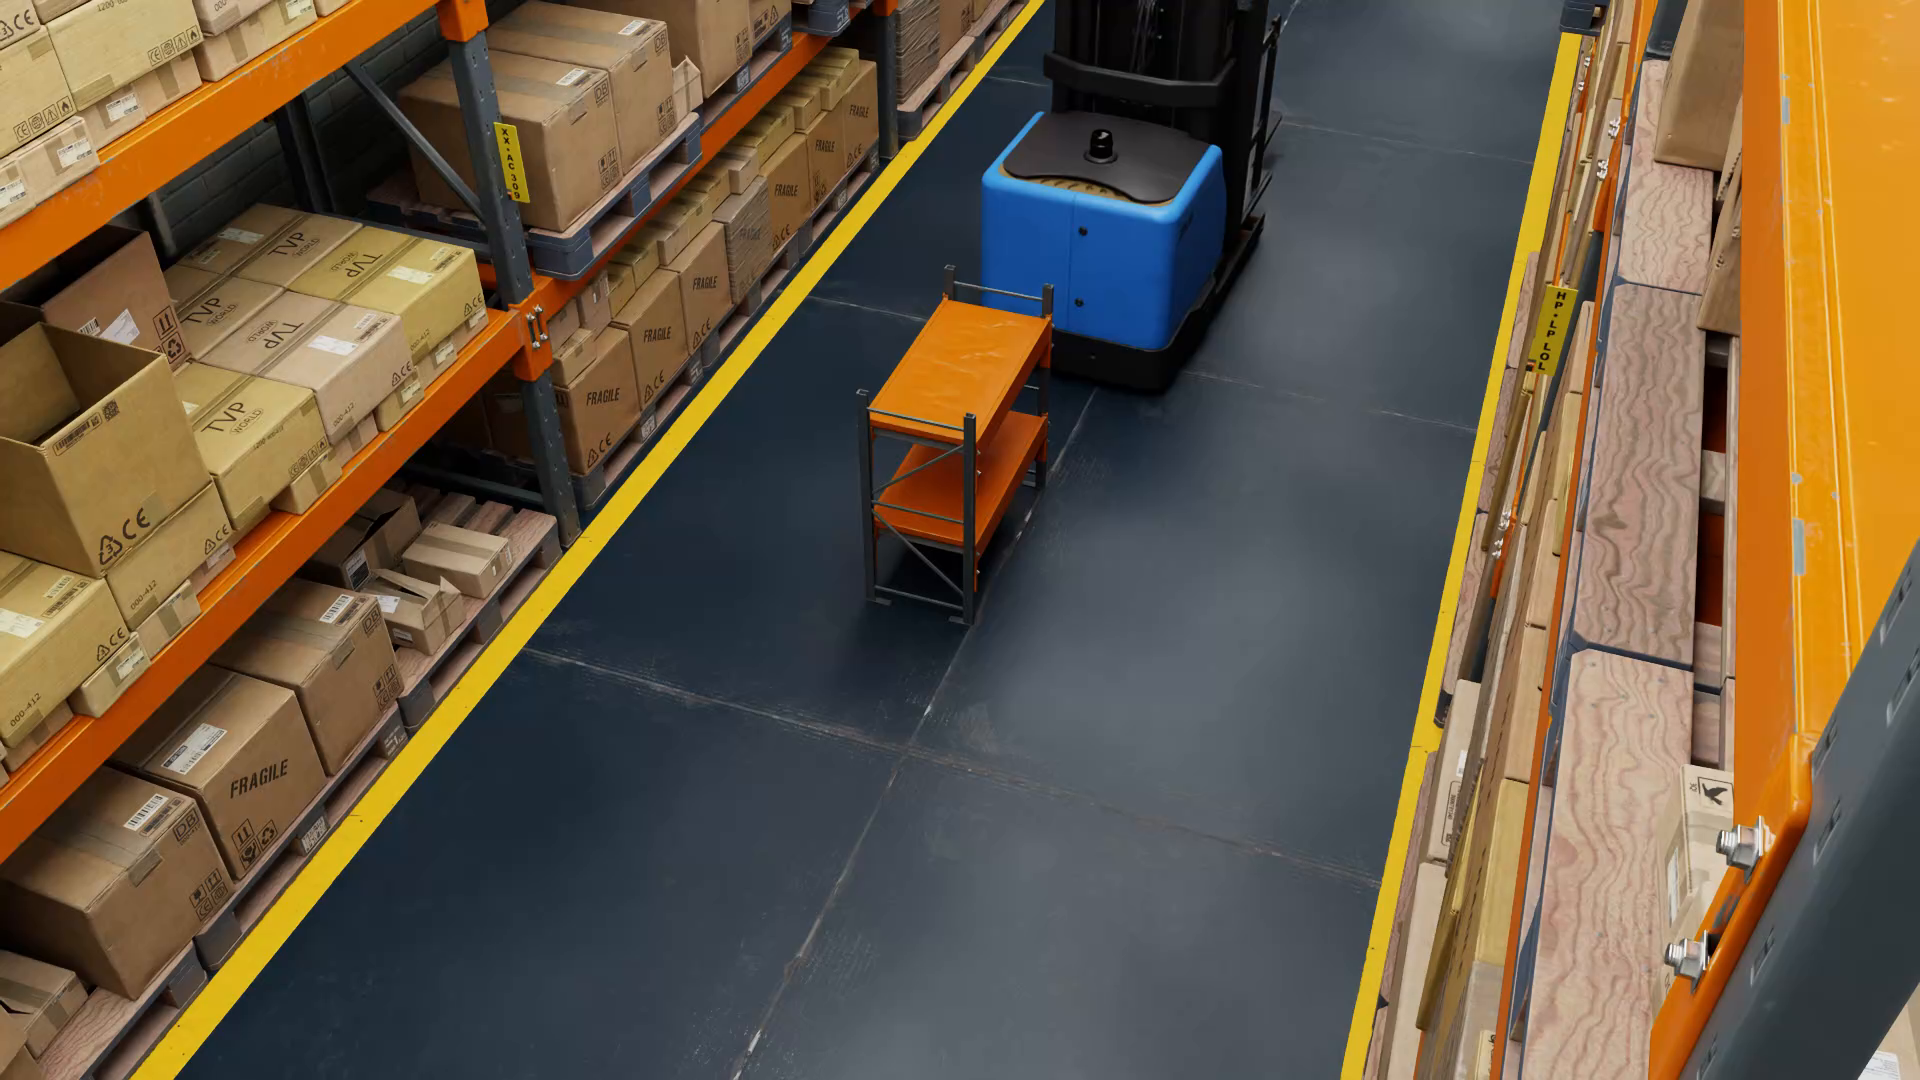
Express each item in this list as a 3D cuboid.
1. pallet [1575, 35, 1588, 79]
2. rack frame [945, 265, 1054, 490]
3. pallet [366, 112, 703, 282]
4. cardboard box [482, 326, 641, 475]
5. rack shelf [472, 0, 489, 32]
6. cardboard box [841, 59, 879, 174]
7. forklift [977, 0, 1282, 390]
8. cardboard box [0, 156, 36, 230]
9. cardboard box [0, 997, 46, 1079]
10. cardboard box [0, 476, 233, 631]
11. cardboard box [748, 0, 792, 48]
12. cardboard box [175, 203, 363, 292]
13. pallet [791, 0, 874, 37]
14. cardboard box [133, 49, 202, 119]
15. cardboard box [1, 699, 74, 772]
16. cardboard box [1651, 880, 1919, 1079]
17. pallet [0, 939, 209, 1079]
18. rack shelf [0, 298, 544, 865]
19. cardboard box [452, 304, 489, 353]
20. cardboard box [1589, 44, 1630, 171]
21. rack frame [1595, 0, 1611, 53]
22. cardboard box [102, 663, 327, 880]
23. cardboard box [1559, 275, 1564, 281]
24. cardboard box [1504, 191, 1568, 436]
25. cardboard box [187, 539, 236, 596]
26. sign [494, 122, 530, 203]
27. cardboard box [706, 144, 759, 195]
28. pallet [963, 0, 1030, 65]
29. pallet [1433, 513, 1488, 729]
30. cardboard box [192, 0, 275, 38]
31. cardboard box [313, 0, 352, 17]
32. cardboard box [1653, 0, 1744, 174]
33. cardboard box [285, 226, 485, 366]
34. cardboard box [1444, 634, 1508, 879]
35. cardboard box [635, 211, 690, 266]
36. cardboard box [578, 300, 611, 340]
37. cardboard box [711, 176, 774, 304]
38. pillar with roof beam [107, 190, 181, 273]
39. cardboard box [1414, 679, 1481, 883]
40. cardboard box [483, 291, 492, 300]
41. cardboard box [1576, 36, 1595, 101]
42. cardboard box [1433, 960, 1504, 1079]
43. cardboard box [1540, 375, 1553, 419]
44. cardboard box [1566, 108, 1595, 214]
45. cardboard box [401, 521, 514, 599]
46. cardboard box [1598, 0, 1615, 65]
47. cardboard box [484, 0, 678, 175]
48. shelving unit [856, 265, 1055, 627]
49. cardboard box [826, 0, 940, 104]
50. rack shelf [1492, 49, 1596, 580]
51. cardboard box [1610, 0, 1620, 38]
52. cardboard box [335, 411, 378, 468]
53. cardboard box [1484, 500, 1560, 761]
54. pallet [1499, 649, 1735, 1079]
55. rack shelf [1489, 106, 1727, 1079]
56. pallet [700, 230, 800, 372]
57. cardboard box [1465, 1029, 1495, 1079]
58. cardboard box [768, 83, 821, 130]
[{"bbox_3d":[4.888,-3.488,11.630,1.003,0.211,1.213,13,42,15],"label":"pallet"},{"bbox_3d":[0.172,-0.734,7.697,0.500,1.125,0.032,13,42,15],"label":"rack frame"},{"bbox_3d":[-1.873,-1.635,7.456,1.003,0.211,1.213,13,42,15],"label":"pallet"},{"bbox_3d":[-1.872,-0.698,7.813,0.500,0.500,0.500,15,43,17],"label":"cardboard box"},{"bbox_3d":[-1.565,-3.332,7.541,1.077,0.370,4.000,13,42,15],"label":"rack shelf"},{"bbox_3d":[-0.824,-2.587,10.027,0.500,0.500,0.500,14,43,16],"label":"cardboard box"},{"bbox_3d":[1.135,-2.840,8.774,1.130,2.935,3.031,15,43,17],"label":"forklift"},{"bbox_3d":[-2.674,-0.907,4.338,0.380,0.149,0.250,13,42,15],"label":"cardboard box"},{"bbox_3d":[-3.318,1.633,5.078,0.797,0.503,0.637,12,42,13],"label":"cardboard box"},{"bbox_3d":[-2.711,-0.012,5.293,0.500,0.250,0.500,12,42,14],"label":"cardboard box"},{"bbox_3d":[-1.265,-2.847,8.326,0.797,0.503,0.637,12,42,14],"label":"cardboard box"},{"bbox_3d":[-2.672,-1.058,6.519,0.500,0.250,0.500,13,42,15],"label":"cardboard box"},{"bbox_3d":[-1.047,-3.182,9.270,1.213,0.211,1.003,13,42,15],"label":"pallet"},{"bbox_3d":[-2.488,-1.389,4.903,0.380,0.149,0.250,15,43,17],"label":"cardboard box"},{"bbox_3d":[-2.916,0.514,4.984,0.380,0.149,0.250,14,42,16],"label":"cardboard box"},{"bbox_3d":[1.118,0.718,1.954,0.500,0.250,0.500,10,41,11],"label":"cardboard box"},{"bbox_3d":[-3.319,1.723,5.521,1.003,0.211,1.213,13,42,15],"label":"pallet"},{"bbox_3d":[-2.933,0.249,5.655,1.077,0.370,4.000,13,42,15],"label":"rack shelf"},{"bbox_3d":[-2.120,-0.898,6.639,0.380,0.149,0.250,14,42,16],"label":"cardboard box"},{"bbox_3d":[2.696,-1.514,6.319,0.500,0.500,0.500,15,43,16],"label":"cardboard box"},{"bbox_3d":[3.785,-2.585,8.422,1.000,3.000,0.127,13,42,15],"label":"rack frame"},{"bbox_3d":[-2.715,0.821,6.032,0.500,0.500,0.500,14,42,16],"label":"cardboard box"},{"bbox_3d":[2.699,-1.031,6.717,0.500,0.250,0.500,12,42,14],"label":"cardboard box"},{"bbox_3d":[3.162,-0.990,7.867,0.875,0.875,0.875,14,42,16],"label":"cardboard box"},{"bbox_3d":[-2.665,0.039,5.541,0.380,0.149,0.250,13,42,15],"label":"cardboard box"},{"bbox_3d":[-1.736,-1.458,6.434,0.100,0.325,0.005,13,42,15],"label":"sign"},{"bbox_3d":[-1.292,-1.980,8.816,0.380,0.149,0.250,11,42,13],"label":"cardboard box"},{"bbox_3d":[-0.144,-3.858,12.063,1.003,0.211,1.213,13,42,15],"label":"pallet"},{"bbox_3d":[2.610,0.428,7.039,1.003,0.211,1.213,13,42,15],"label":"pallet"},{"bbox_3d":[-2.346,-1.772,5.045,0.500,0.250,0.500,12,42,14],"label":"cardboard box"},{"bbox_3d":[-2.181,-1.856,5.451,0.380,0.149,0.250,13,42,15],"label":"cardboard box"},{"bbox_3d":[2.018,-1.210,4.022,0.500,0.500,0.500,14,42,16],"label":"cardboard box"},{"bbox_3d":[-2.194,-0.936,6.376,0.500,0.250,0.500,14,43,16],"label":"cardboard box"},{"bbox_3d":[1.658,0.653,4.550,0.500,0.500,0.500,14,42,15],"label":"cardboard box"},{"bbox_3d":[-1.575,-1.519,8.276,0.380,0.149,0.250,13,42,15],"label":"cardboard box"},{"bbox_3d":[-1.854,-1.046,7.721,0.380,0.149,0.250,12,42,14],"label":"cardboard box"},{"bbox_3d":[-1.341,-1.644,8.921,0.500,0.500,0.500,12,42,14],"label":"cardboard box"},{"bbox_3d":[0.712,-2.347,3.521,9.100,9.000,0.400,13,42,15],"label":"pillar with roof beam"},{"bbox_3d":[2.101,1.029,5.837,0.875,0.438,0.875,13,42,14],"label":"cardboard box"},{"bbox_3d":[-2.309,-1.150,7.843,0.380,0.149,0.250,13,42,15],"label":"cardboard box"},{"bbox_3d":[4.497,-3.000,10.610,0.950,0.372,0.625,15,43,17],"label":"cardboard box"},{"bbox_3d":[1.141,1.204,3.134,0.500,0.500,0.500,13,42,15],"label":"cardboard box"},{"bbox_3d":[2.339,-0.601,5.827,0.500,0.250,0.500,13,42,15],"label":"cardboard box"},{"bbox_3d":[2.834,-1.541,6.929,0.500,0.250,0.500,14,42,16],"label":"cardboard box"},{"bbox_3d":[-2.163,0.085,7.165,0.380,0.149,0.250,12,42,14],"label":"cardboard box"},{"bbox_3d":[3.379,-2.464,8.011,0.500,0.250,0.500,13,42,15],"label":"cardboard box"},{"bbox_3d":[-1.696,-2.003,7.340,0.700,0.500,0.500,14,42,16],"label":"cardboard box"},{"bbox_3d":[-0.002,-0.424,7.334,0.538,1.125,1.048,13,42,15],"label":"shelving unit"},{"bbox_3d":[-0.655,-3.318,10.787,0.875,0.625,0.625,15,43,16],"label":"cardboard box"},{"bbox_3d":[3.101,-1.091,7.226,1.077,0.370,4.000,13,42,15],"label":"rack shelf"},{"bbox_3d":[3.226,-2.452,7.419,0.500,0.500,0.500,13,42,15],"label":"cardboard box"},{"bbox_3d":[-2.370,-0.417,6.075,0.380,0.149,0.250,14,43,16],"label":"cardboard box"},{"bbox_3d":[1.662,0.290,4.205,0.500,0.500,0.500,14,42,16],"label":"cardboard box"},{"bbox_3d":[1.293,0.732,2.291,1.003,0.211,1.213,13,42,15],"label":"pallet"},{"bbox_3d":[1.733,0.207,3.393,1.077,0.370,4.000,13,42,15],"label":"rack shelf"},{"bbox_3d":[-1.591,-1.435,9.223,1.003,0.211,1.213,13,42,15],"label":"pallet"},{"bbox_3d":[1.057,1.030,2.838,0.380,0.149,0.250,13,42,15],"label":"cardboard box"},{"bbox_3d":[-1.008,-2.458,9.376,0.380,0.149,0.250,12,42,14],"label":"cardboard box"}]
